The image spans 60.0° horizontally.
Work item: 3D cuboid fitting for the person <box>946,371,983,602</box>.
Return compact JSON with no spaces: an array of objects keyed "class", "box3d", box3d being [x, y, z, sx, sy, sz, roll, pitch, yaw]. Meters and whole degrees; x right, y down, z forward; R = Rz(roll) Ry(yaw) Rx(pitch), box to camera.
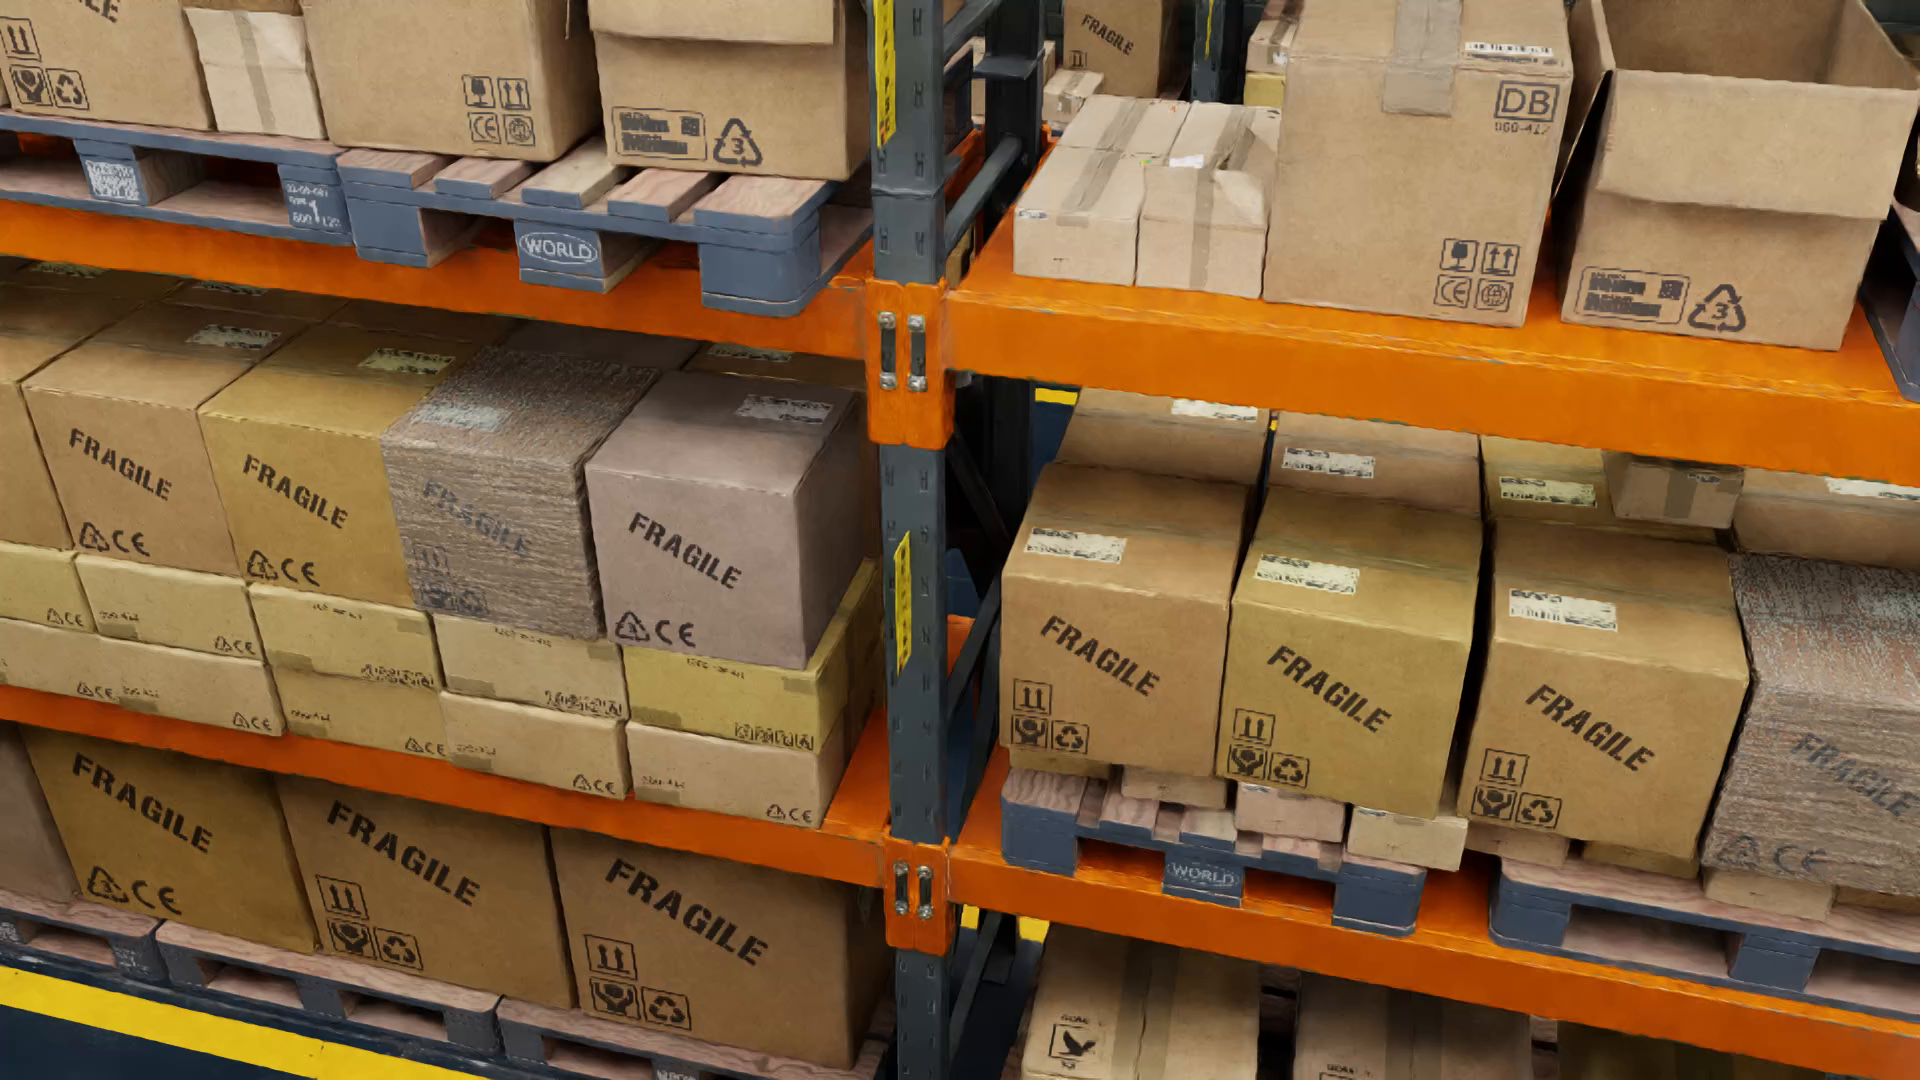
[{"class":"person","box3d":[-0.017,-0.091,6.286,0.592,1.723,0.477,-5,33,-7]}]
